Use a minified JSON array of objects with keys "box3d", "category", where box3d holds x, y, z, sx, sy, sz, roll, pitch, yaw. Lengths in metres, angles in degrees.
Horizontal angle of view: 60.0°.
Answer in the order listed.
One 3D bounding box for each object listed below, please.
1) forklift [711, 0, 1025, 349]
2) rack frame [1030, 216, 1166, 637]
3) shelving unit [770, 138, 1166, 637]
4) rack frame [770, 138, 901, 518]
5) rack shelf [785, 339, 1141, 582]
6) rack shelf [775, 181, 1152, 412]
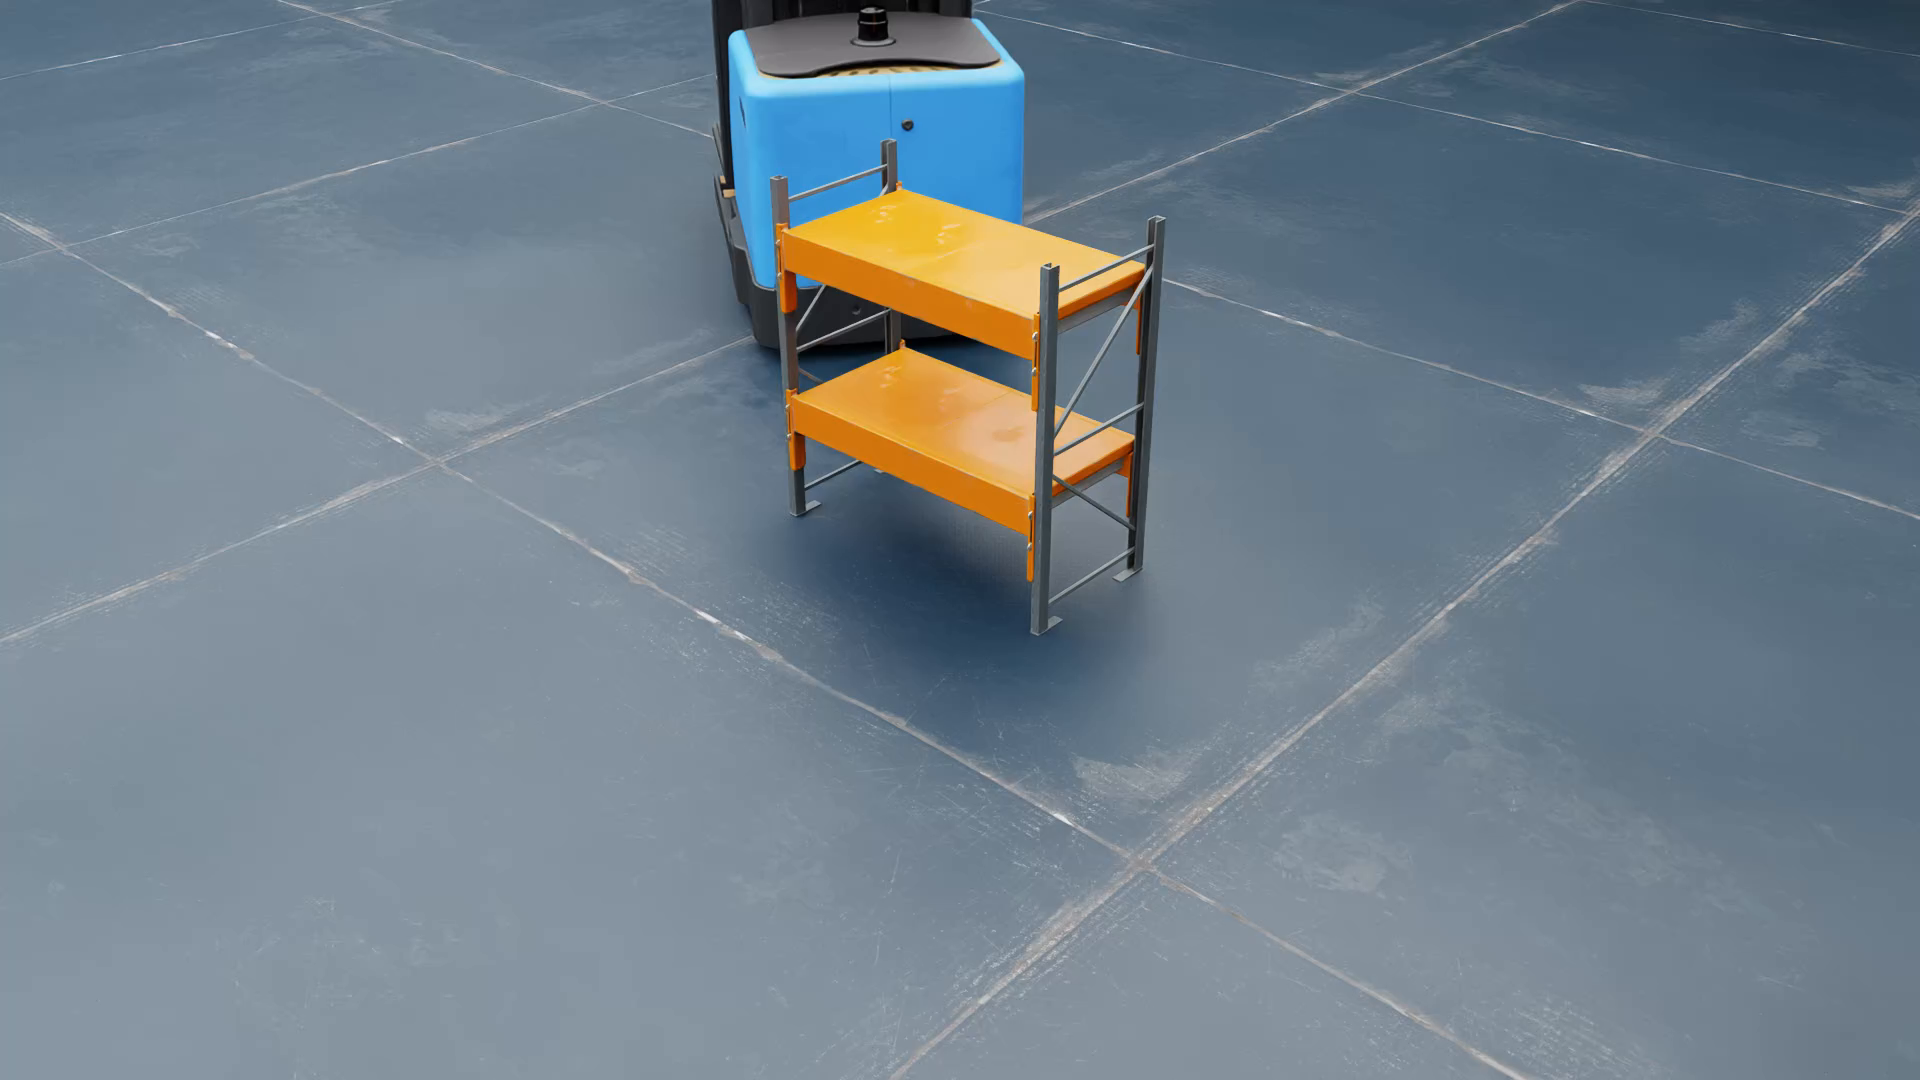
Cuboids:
[{"box3d":[-0.542,-2.728,6.940,1.130,2.935,3.031,-6,32,-10],"category":"forklift"},{"box3d":[0.382,-0.304,4.664,0.032,1.125,0.500,25,39,35],"category":"rack frame"},{"box3d":[0.005,-0.480,4.956,1.048,1.125,0.538,25,39,35],"category":"shelving unit"},{"box3d":[-0.372,-0.656,5.248,0.032,1.125,0.500,25,39,35],"category":"rack frame"},{"box3d":[0.005,-0.270,5.082,1.000,0.278,0.538,25,39,35],"category":"rack shelf"},{"box3d":[0.005,-0.730,4.805,1.000,0.278,0.538,25,39,35],"category":"rack shelf"}]
